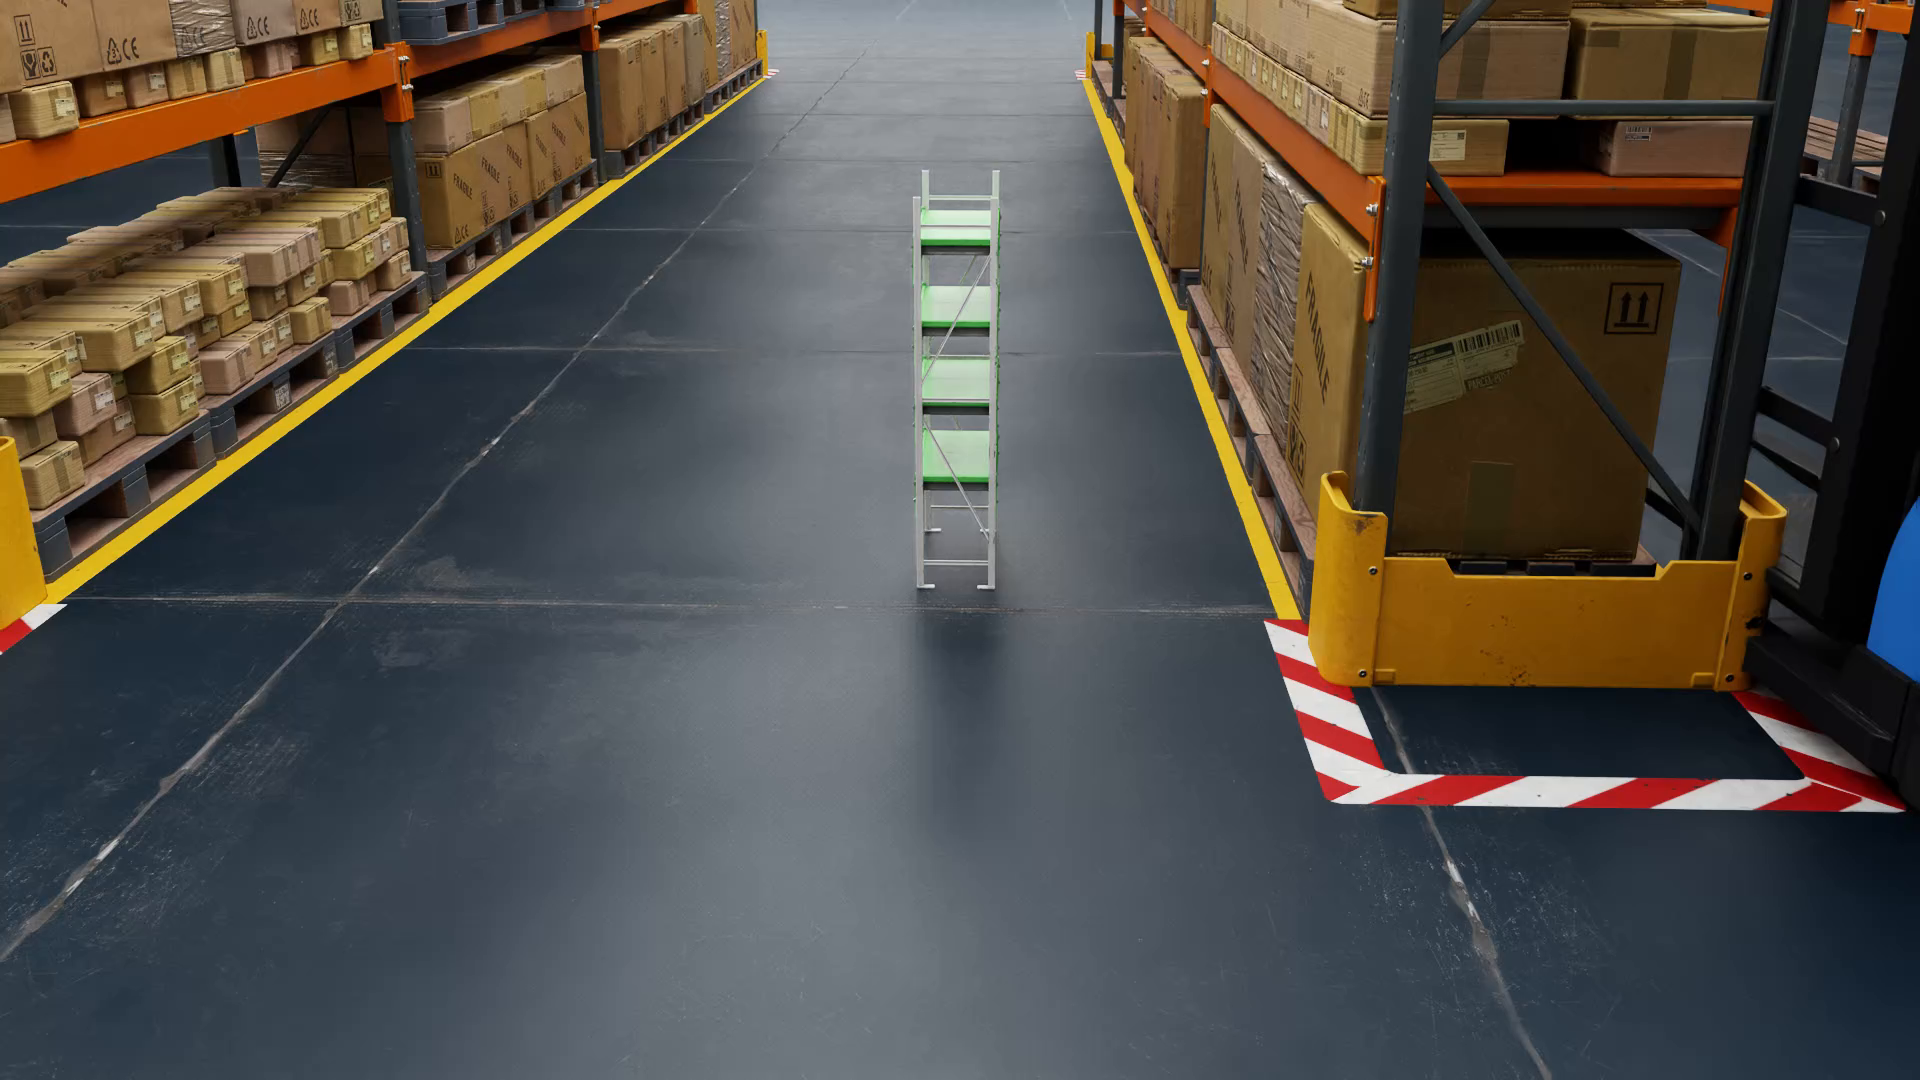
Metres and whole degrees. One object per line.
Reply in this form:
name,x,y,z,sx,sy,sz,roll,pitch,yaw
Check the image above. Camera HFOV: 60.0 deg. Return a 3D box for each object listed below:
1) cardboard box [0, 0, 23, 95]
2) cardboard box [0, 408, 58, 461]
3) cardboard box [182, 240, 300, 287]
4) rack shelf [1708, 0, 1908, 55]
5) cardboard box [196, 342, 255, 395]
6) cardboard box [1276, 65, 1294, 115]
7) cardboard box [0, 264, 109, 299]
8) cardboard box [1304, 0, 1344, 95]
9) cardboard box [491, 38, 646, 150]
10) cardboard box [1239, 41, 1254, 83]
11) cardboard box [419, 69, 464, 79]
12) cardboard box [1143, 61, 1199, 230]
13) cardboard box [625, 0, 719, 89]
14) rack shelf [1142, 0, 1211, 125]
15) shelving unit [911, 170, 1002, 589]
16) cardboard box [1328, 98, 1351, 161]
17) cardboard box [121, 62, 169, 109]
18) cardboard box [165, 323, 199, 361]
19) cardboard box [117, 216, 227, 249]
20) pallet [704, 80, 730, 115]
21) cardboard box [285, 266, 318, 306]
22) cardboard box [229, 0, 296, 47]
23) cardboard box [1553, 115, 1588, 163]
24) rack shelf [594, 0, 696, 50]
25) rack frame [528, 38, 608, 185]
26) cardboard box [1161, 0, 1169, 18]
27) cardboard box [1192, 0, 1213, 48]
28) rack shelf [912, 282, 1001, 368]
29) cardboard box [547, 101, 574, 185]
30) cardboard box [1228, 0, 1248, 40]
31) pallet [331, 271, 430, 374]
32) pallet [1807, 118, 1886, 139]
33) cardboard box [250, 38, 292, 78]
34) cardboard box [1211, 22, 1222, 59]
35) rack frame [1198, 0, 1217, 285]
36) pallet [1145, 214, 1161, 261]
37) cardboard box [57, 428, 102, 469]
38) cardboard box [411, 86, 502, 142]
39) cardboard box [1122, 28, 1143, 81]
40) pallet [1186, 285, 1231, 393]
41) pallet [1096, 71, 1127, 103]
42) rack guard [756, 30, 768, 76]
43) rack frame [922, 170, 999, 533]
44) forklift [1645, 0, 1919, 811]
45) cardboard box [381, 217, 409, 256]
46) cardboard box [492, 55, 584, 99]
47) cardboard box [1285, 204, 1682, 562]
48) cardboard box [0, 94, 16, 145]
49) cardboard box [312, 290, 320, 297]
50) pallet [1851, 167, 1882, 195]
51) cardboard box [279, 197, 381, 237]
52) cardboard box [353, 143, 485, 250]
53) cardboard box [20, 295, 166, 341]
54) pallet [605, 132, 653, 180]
cardboard box,-3.085,-1.502,4.703,0.500,0.500,0.500,2,21,4
cardboard box,-3.102,-0.349,5.231,0.380,0.149,0.250,2,21,4
cardboard box,-2.970,-1.144,6.867,0.380,0.149,0.250,0,21,0
rack shelf,6.835,-4.292,13.438,1.077,0.370,4.000,1,21,2
cardboard box,-2.988,-0.669,6.466,0.380,0.149,0.250,0,21,-1
cardboard box,1.299,-1.544,5.710,0.380,0.149,0.250,1,21,2
cardboard box,-3.523,-0.965,6.408,0.380,0.149,0.250,0,21,0
cardboard box,1.346,-1.496,5.035,0.500,0.250,0.500,0,21,1
cardboard box,-3.023,-3.416,12.715,1.050,0.750,0.750,0,21,1
cardboard box,1.331,-1.914,6.662,0.380,0.149,0.250,0,21,1
cardboard box,-3.438,-2.821,10.491,0.500,0.250,0.500,1,21,2
cardboard box,1.727,-2.272,9.595,1.225,0.875,0.875,0,21,0
cardboard box,-2.921,-4.928,16.439,0.875,0.875,0.875,1,21,2
rack shelf,1.762,-2.900,9.851,1.077,0.370,4.000,1,21,2
shelving unit,-0.005,-0.500,5.158,0.258,1.200,0.503,1,21,2
cardboard box,1.268,-1.175,4.758,0.380,0.149,0.250,1,21,2
cardboard box,-3.070,-1.625,5.916,0.380,0.149,0.250,0,21,1
cardboard box,-3.089,-0.725,6.201,0.380,0.149,0.250,0,21,-1
cardboard box,-3.482,-1.340,7.373,0.380,0.149,0.250,0,21,0
pallet,-2.908,-4.470,16.757,1.003,0.211,1.213,1,21,2
cardboard box,-3.025,-1.114,7.203,0.380,0.149,0.250,1,21,3
cardboard box,-3.019,-2.243,6.614,0.500,0.500,0.500,1,21,1
cardboard box,1.927,-1.166,4.736,0.380,0.149,0.250,0,21,1
rack shelf,-3.070,-4.437,13.813,1.077,0.370,4.000,1,21,2
rack frame,-3.131,-4.050,11.819,1.000,3.000,0.127,1,21,2
cardboard box,1.511,-3.461,10.163,0.500,0.500,0.500,0,21,1
cardboard box,1.443,-2.731,8.282,0.500,0.500,0.500,1,21,2
rack shelf,-0.005,-0.664,5.094,0.258,0.148,0.480,1,21,2
cardboard box,-2.910,-2.652,11.091,0.500,0.500,0.500,1,21,4
cardboard box,1.405,-2.234,6.937,0.500,0.250,0.500,1,21,1
pallet,-3.238,-1.060,7.969,1.003,0.211,1.213,1,21,2
pallet,6.876,-3.324,13.803,1.003,0.211,1.213,1,21,2
cardboard box,-3.005,-1.999,6.880,0.380,0.149,0.250,0,21,-1
cardboard box,1.360,-2.292,7.636,0.380,0.149,0.250,1,21,2
rack frame,1.702,-2.512,7.857,1.000,3.000,0.127,1,21,2
pallet,1.684,-1.934,10.222,1.003,0.211,1.213,1,21,2
cardboard box,-3.113,-0.305,5.529,0.380,0.149,0.250,1,21,1
cardboard box,-2.953,-2.440,9.510,0.500,0.250,0.500,1,21,3
cardboard box,1.947,-5.012,17.174,0.500,0.500,0.500,-1,21,-3
pallet,1.600,-0.938,7.655,1.003,0.211,1.213,1,21,2
pallet,1.964,-4.790,17.583,1.003,0.211,1.213,1,21,2
rack guard,-2.887,-5.785,19.748,1.175,0.500,0.348,1,21,2
rack frame,0.002,-0.588,5.385,0.240,1.200,0.015,1,21,2
forklift,2.644,-0.999,4.052,1.130,2.935,3.031,-2,21,-5
cardboard box,-2.945,-1.491,8.175,0.380,0.149,0.250,1,21,3
cardboard box,-2.890,-3.179,11.415,0.500,0.250,0.500,0,21,0
cardboard box,1.519,-0.503,5.037,0.875,0.875,0.875,1,21,2
cardboard box,-3.071,-1.246,4.941,0.380,0.149,0.250,1,21,4
cardboard box,-3.089,-1.041,7.427,0.380,0.149,0.250,0,21,0
pallet,6.792,-2.318,11.212,1.003,0.211,1.213,1,21,2
cardboard box,-2.972,-1.523,7.846,0.380,0.149,0.250,1,21,2
cardboard box,-2.965,-1.898,9.149,0.500,0.500,0.500,1,21,4
cardboard box,-3.070,-0.768,5.900,0.380,0.149,0.250,0,21,-1
pallet,-3.032,-3.034,13.056,1.003,0.211,1.213,1,21,2
